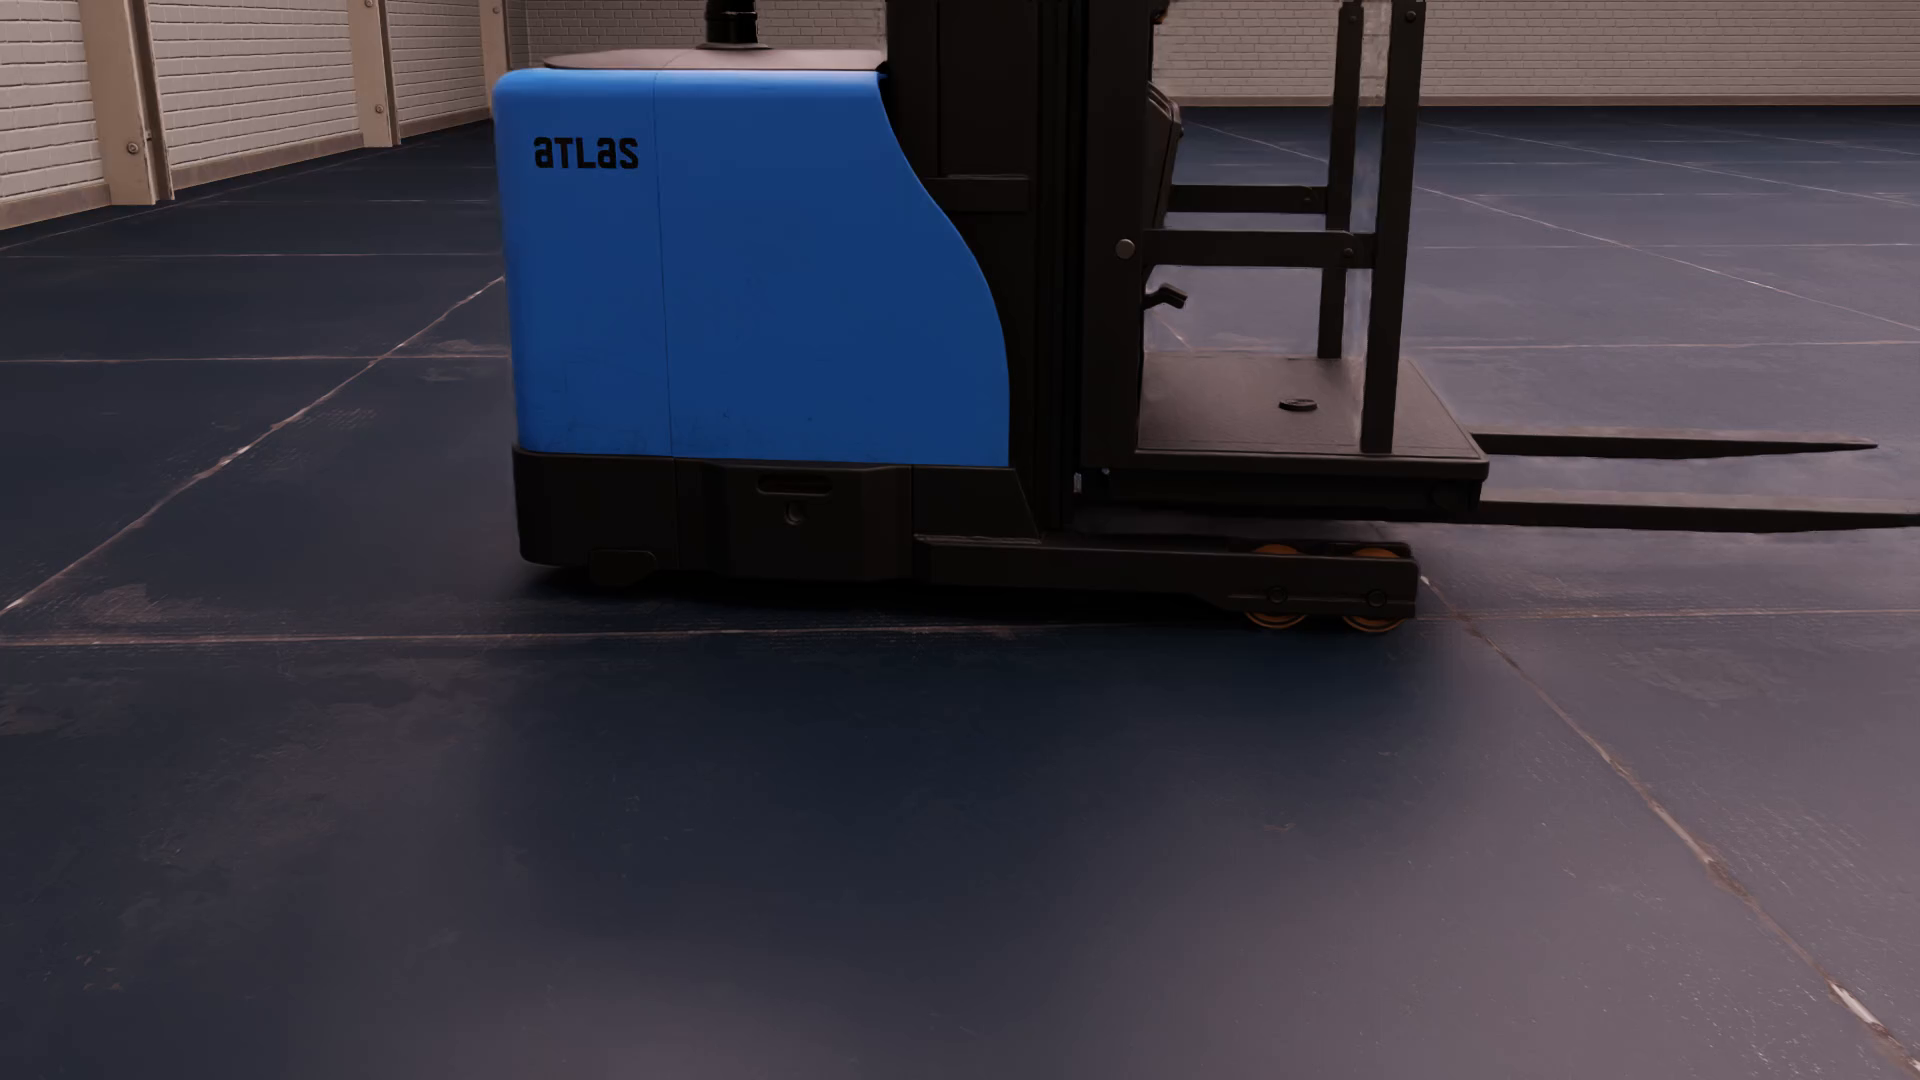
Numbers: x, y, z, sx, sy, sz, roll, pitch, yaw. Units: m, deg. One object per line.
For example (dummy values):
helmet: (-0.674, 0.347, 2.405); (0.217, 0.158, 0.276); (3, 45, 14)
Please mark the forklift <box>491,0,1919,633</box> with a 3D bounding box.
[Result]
forklift: (0.607, -1.382, 3.424); (3.031, 2.935, 1.130); (2, 17, 6)
